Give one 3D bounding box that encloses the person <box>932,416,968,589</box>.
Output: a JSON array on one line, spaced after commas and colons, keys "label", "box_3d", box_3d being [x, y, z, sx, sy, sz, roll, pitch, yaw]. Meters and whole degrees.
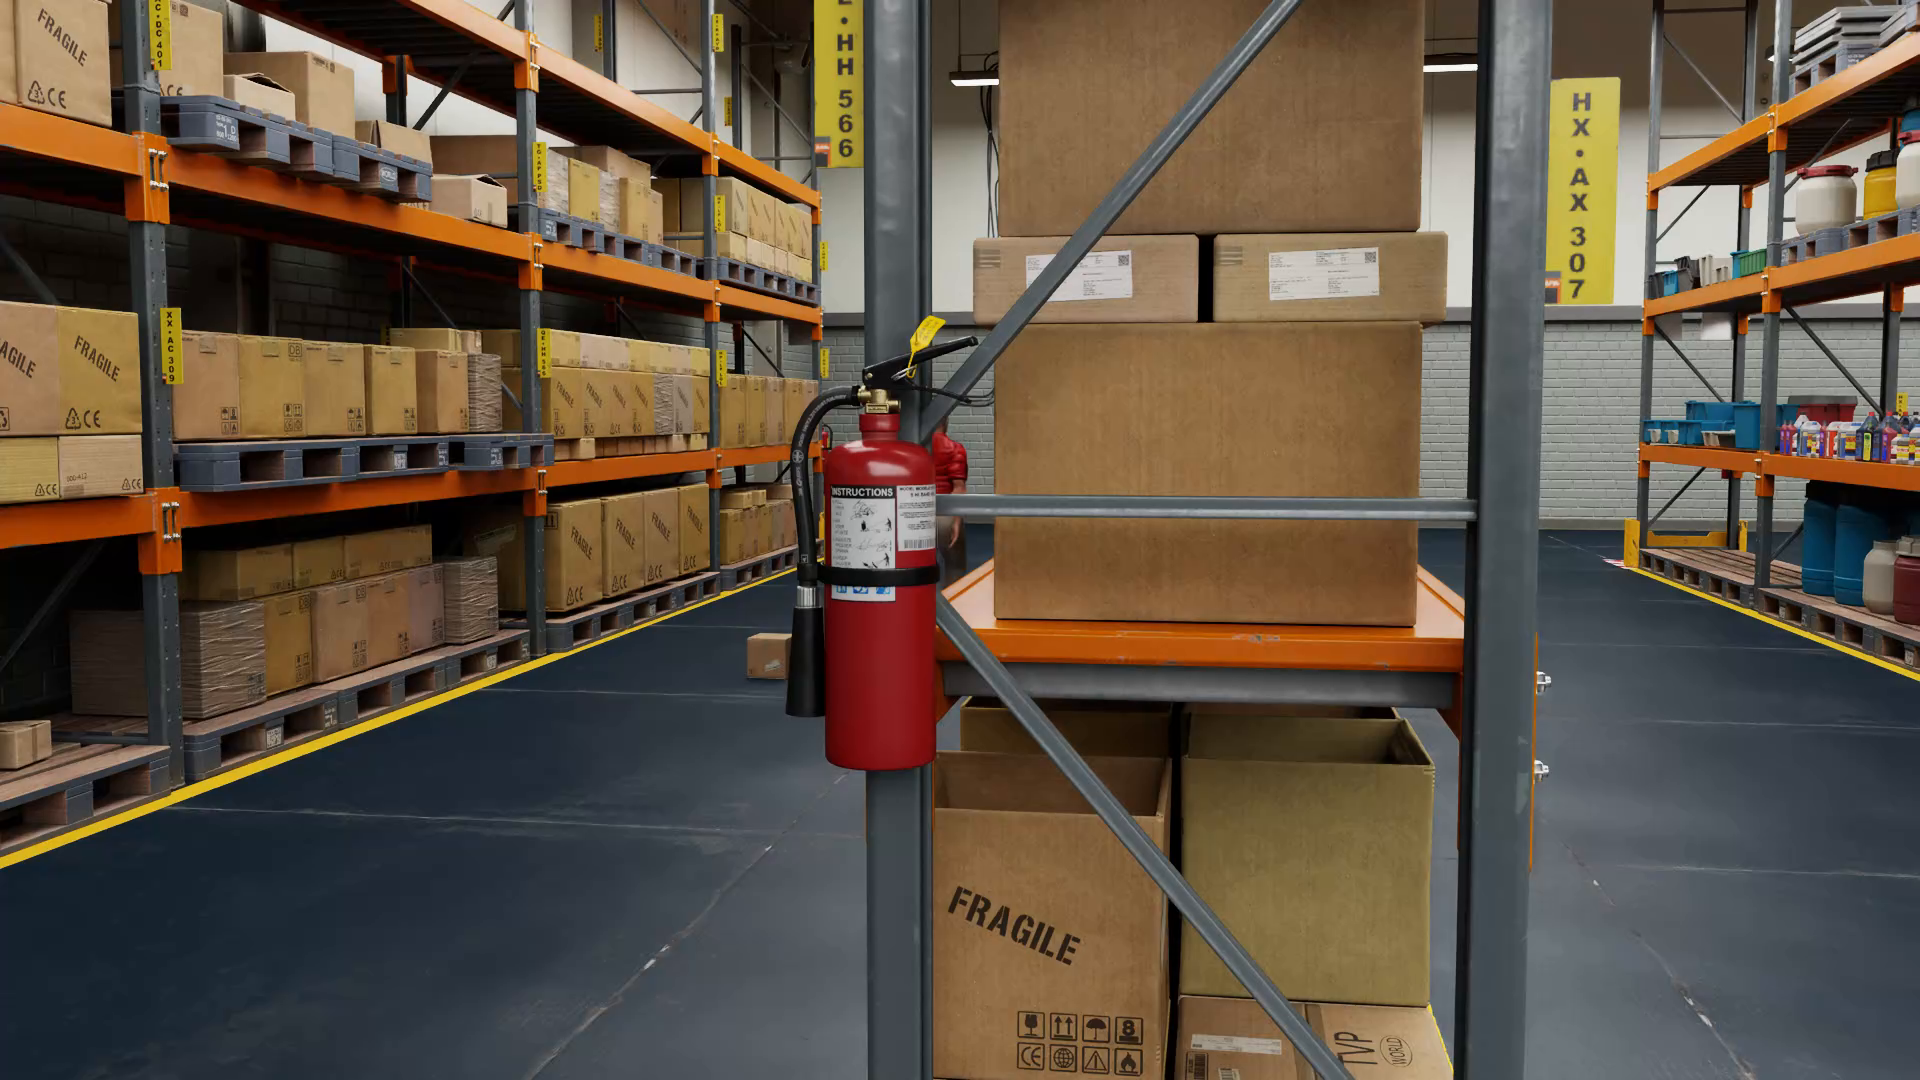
[{"label": "person", "box_3d": [-0.192, -0.145, 12.037, 0.541, 1.673, 1.007, 1, 5, 12]}]
